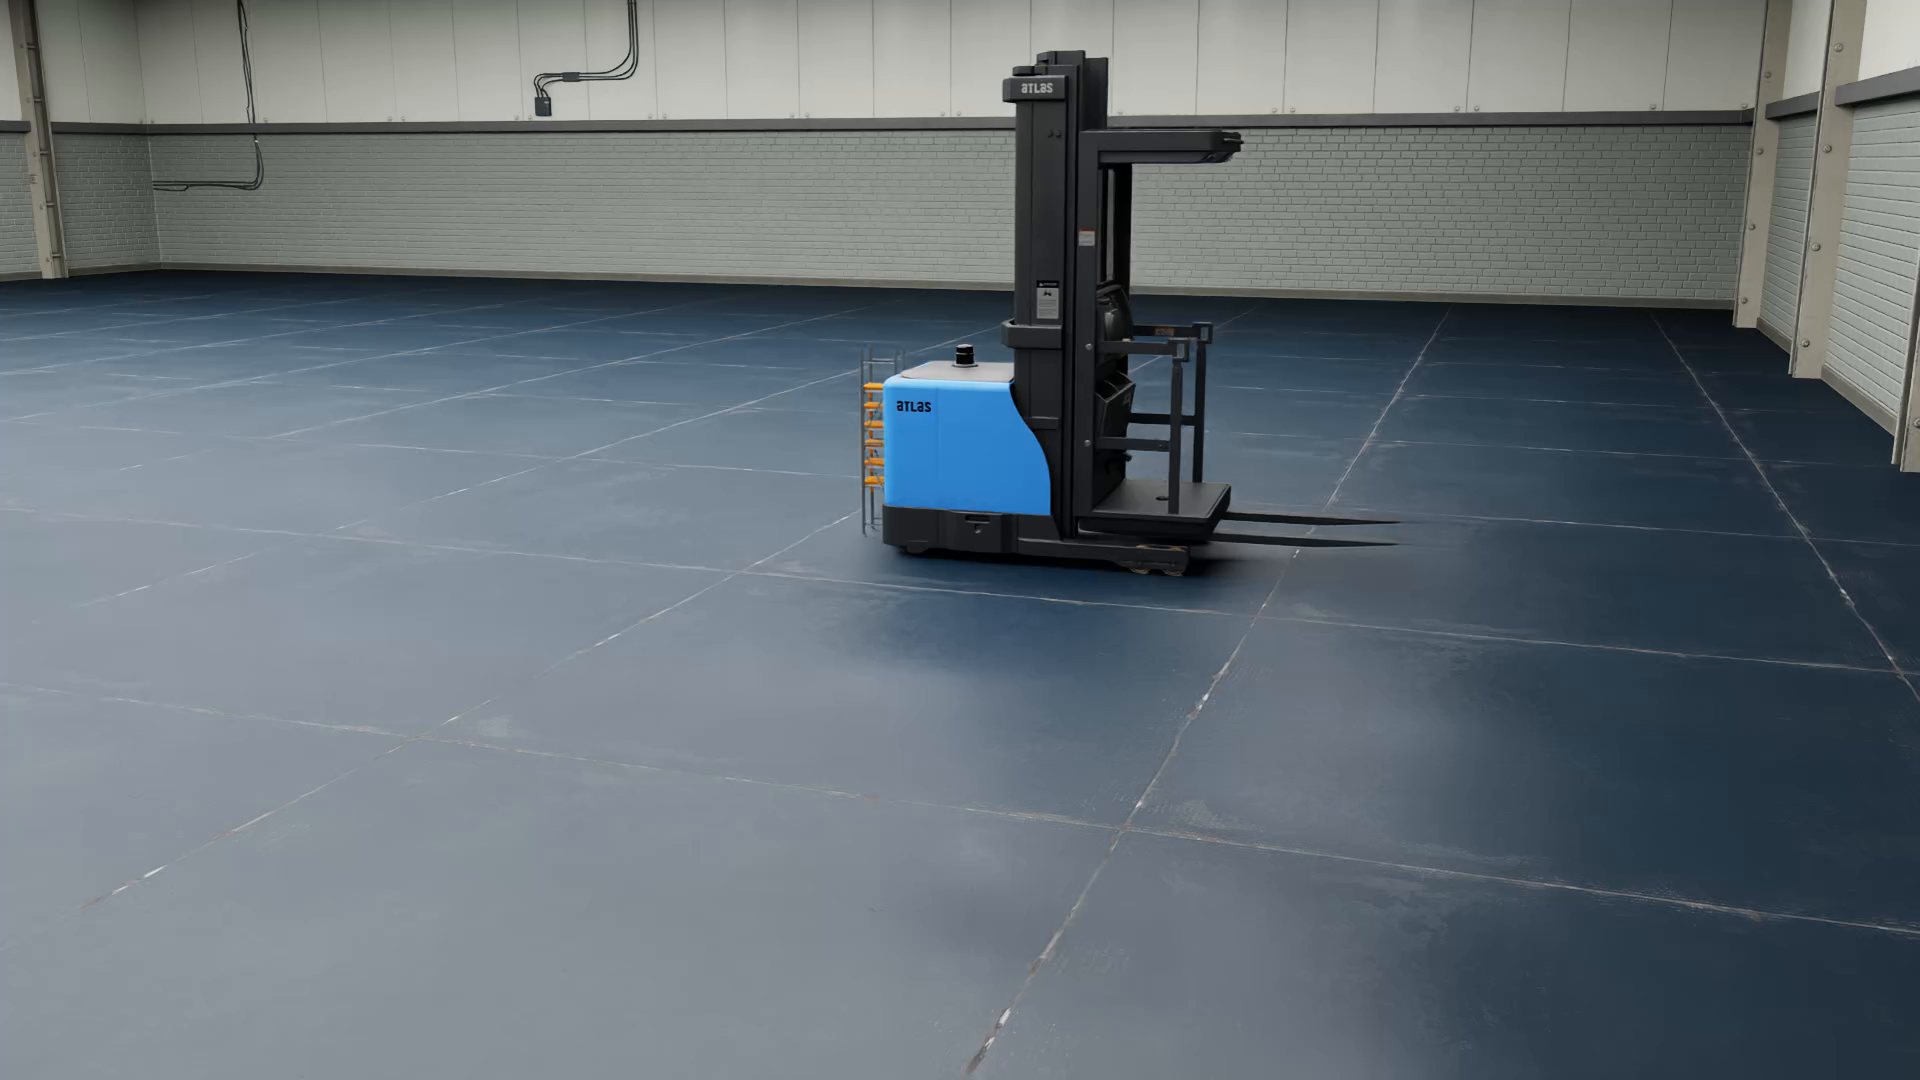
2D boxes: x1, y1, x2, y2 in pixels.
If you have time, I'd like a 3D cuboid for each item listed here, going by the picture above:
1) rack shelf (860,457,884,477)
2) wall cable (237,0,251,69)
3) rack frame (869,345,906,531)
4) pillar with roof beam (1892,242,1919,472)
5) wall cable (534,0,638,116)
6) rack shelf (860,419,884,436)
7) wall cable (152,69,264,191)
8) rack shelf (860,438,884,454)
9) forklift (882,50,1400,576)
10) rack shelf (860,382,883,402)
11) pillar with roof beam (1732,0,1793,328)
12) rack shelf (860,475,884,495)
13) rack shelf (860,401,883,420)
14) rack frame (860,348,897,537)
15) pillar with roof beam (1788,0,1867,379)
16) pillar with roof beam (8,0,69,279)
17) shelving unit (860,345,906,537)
[{"bbox_3d":[-0.481,-0.458,10.536,0.258,0.103,0.180,3,13,14],"label":"rack shelf"},{"bbox_3d":[-13.703,-11.018,34.168,3.097,2.526,0.112,4,14,18],"label":"wall cable"},{"bbox_3d":[-0.458,-0.638,10.585,0.240,1.200,0.006,3,13,14],"label":"rack frame"},{"bbox_3d":[3.383,-5.255,13.289,9.100,9.000,0.400,4,14,18],"label":"pillar with roof beam"},{"bbox_3d":[-7.285,-11.236,31.851,2.305,6.003,0.169,4,14,18],"label":"wall cable"},{"bbox_3d":[-0.481,-0.692,10.482,0.258,0.103,0.180,3,13,14],"label":"rack shelf"},{"bbox_3d":[-16.263,-8.751,35.584,3.097,2.526,0.112,4,14,18],"label":"wall cable"},{"bbox_3d":[-0.481,-0.575,10.509,0.258,0.103,0.180,3,13,14],"label":"rack shelf"},{"bbox_3d":[1.103,-1.352,9.827,3.031,2.935,1.130,4,13,15],"label":"forklift"},{"bbox_3d":[-0.481,-0.926,10.429,0.258,0.103,0.180,3,13,14],"label":"rack shelf"},{"bbox_3d":[7.265,-7.782,24.359,9.100,9.000,0.400,4,14,18],"label":"pillar with roof beam"},{"bbox_3d":[-0.481,-0.341,10.562,0.258,0.103,0.180,3,13,14],"label":"rack shelf"},{"bbox_3d":[-0.481,-0.809,10.455,0.258,0.103,0.180,3,13,14],"label":"rack shelf"},{"bbox_3d":[-0.504,-0.598,10.413,0.240,1.200,0.006,3,13,14],"label":"rack frame"},{"bbox_3d":[5.324,-6.518,18.824,9.100,9.000,0.400,4,14,18],"label":"pillar with roof beam"},{"bbox_3d":[-14.394,-9.430,31.580,9.100,9.000,0.400,4,14,18],"label":"pillar with roof beam"},{"bbox_3d":[-0.481,-0.618,10.499,0.258,1.200,0.189,3,13,14],"label":"shelving unit"}]
